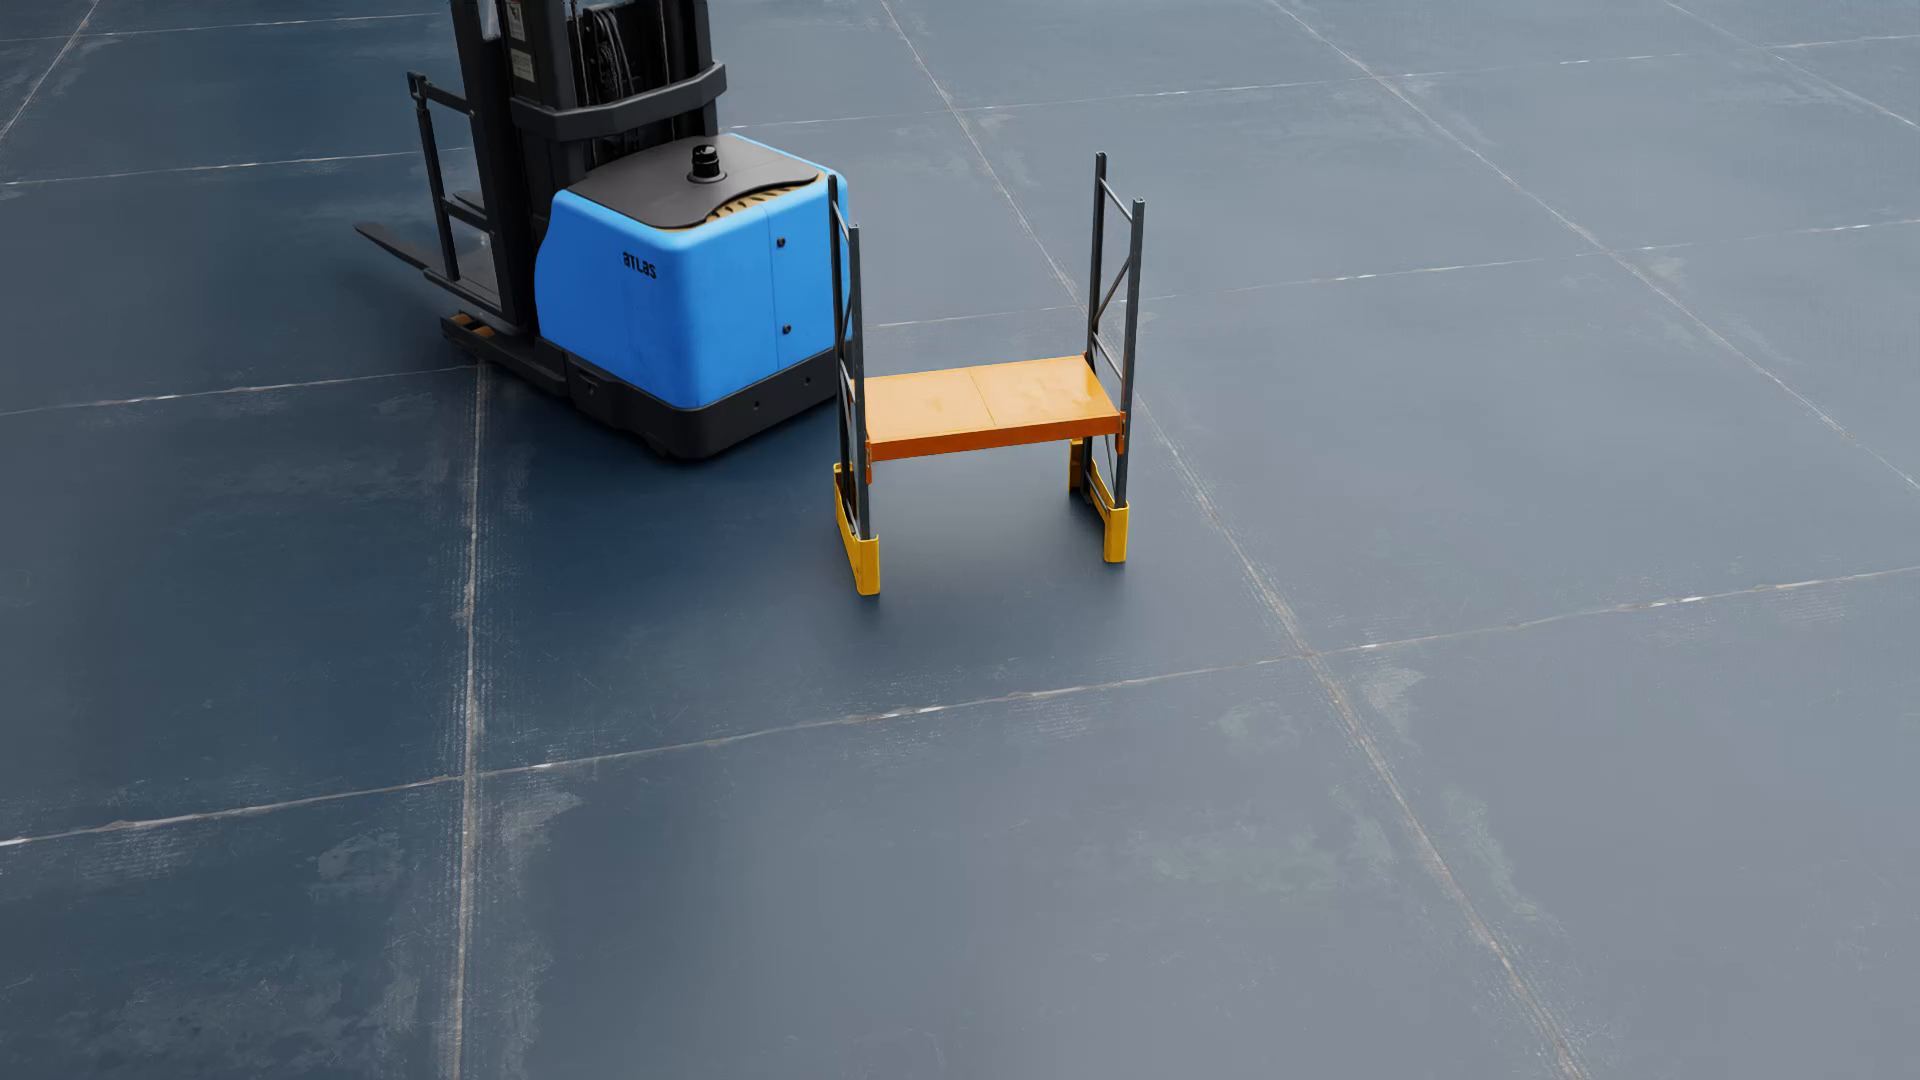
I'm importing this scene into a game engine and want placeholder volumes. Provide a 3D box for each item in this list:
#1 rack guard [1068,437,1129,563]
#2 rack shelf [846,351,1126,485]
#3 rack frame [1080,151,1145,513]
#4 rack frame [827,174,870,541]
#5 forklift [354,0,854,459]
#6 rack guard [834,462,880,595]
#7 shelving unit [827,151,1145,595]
[{"bbox_3d":[0.560,-0.174,6.786,0.087,0.250,0.587,-7,35,-11],"label":"rack guard"},{"bbox_3d":[0.083,-0.484,6.448,1.000,0.185,0.538,-7,35,-11],"label":"rack shelf"},{"bbox_3d":[0.579,-0.696,6.441,0.032,1.500,0.500,-7,35,-11],"label":"rack frame"},{"bbox_3d":[-0.413,-0.571,6.255,0.032,1.500,0.500,-7,35,-11],"label":"rack frame"},{"bbox_3d":[-1.892,-2.268,7.500,3.031,2.935,1.130,27,43,35],"label":"forklift"},{"bbox_3d":[-0.411,-0.052,6.603,0.087,0.250,0.587,-7,35,-11],"label":"rack guard"},{"bbox_3d":[0.074,-0.632,6.346,1.083,1.500,0.587,-7,35,-11],"label":"shelving unit"}]
